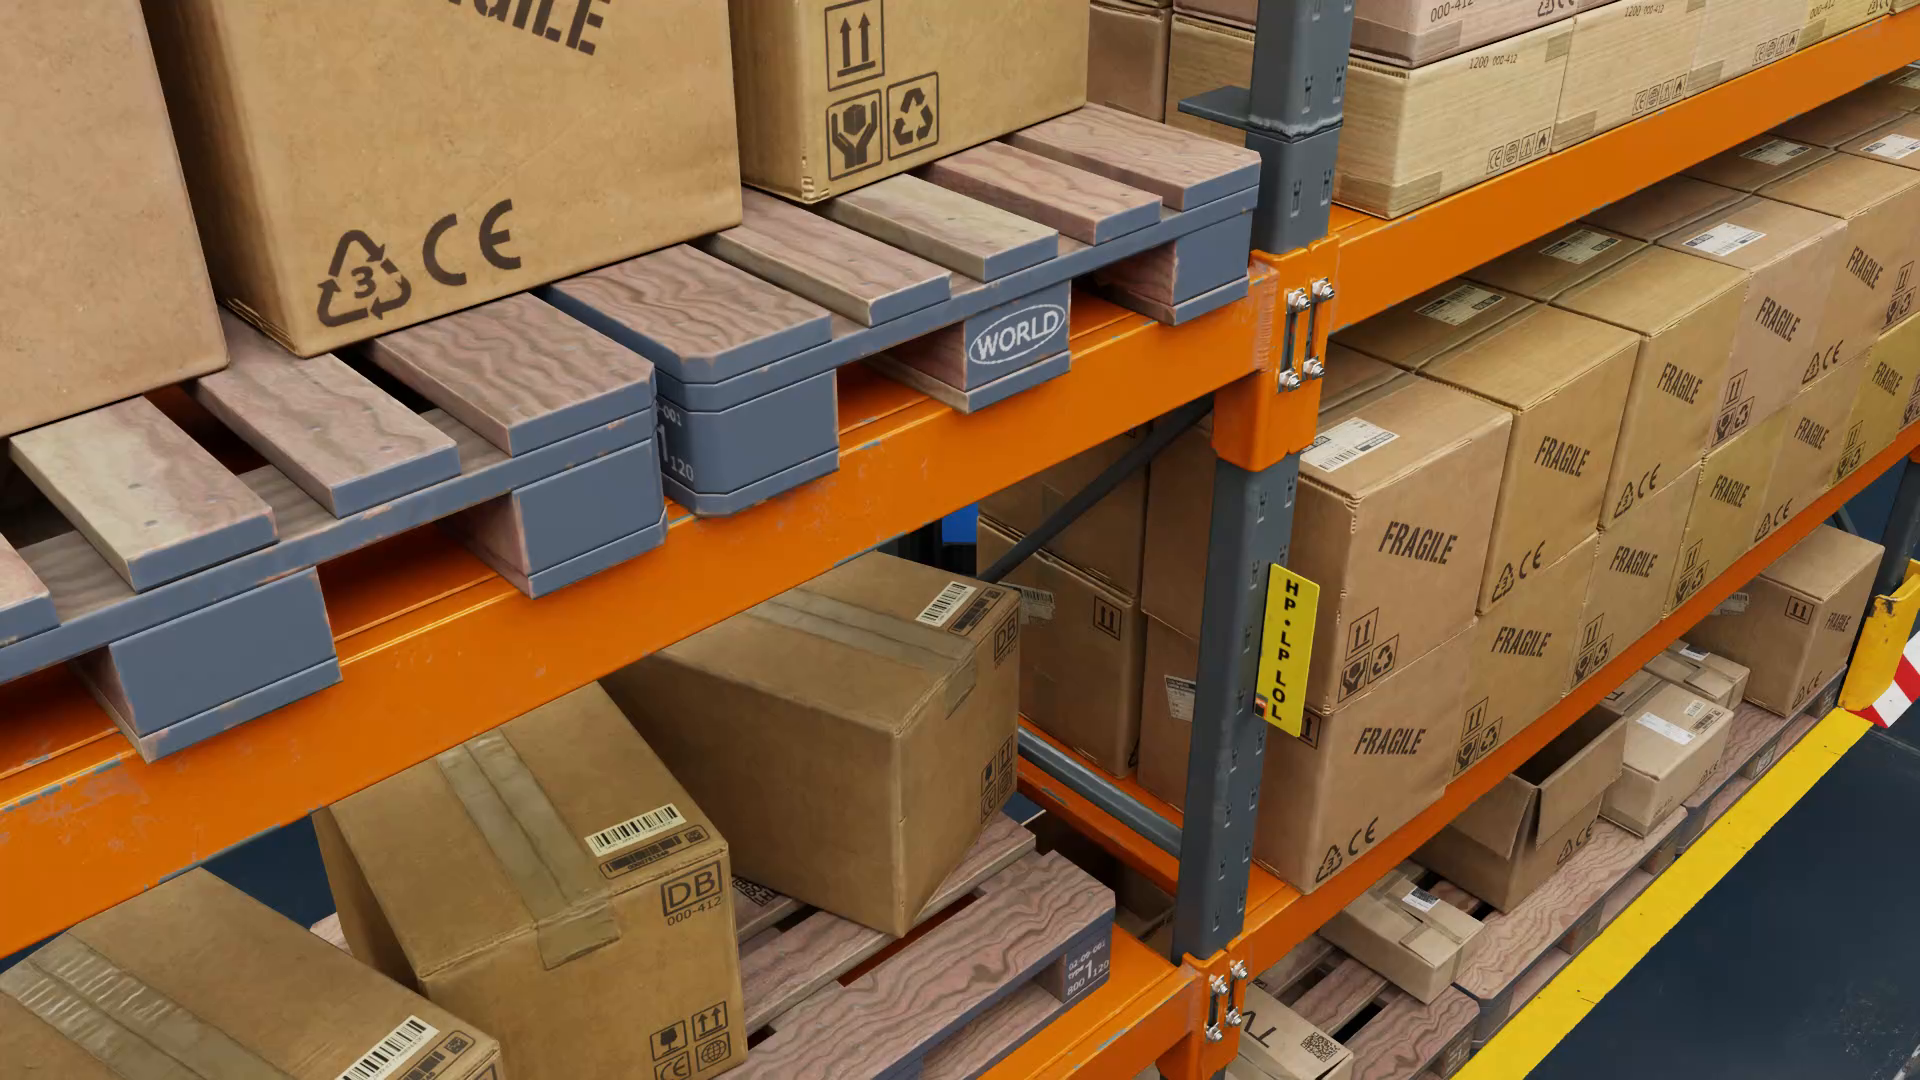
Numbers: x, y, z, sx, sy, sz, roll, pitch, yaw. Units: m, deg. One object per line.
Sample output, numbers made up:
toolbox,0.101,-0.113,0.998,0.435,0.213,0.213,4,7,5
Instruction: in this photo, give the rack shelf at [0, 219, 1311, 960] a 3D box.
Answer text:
rack shelf,-1.270,0.218,1.833,4.000,0.370,1.077,-26,40,-35

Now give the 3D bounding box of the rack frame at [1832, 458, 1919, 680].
rack frame,3.129,-0.938,5.908,0.127,3.000,1.000,-26,40,-35

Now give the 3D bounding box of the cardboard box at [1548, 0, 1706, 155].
cardboard box,1.090,-0.988,3.259,0.500,0.250,0.500,-26,40,-35

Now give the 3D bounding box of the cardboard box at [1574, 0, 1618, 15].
cardboard box,1.087,-1.203,3.132,0.500,0.250,0.500,-26,40,-35

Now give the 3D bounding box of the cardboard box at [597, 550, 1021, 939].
cardboard box,-0.303,0.342,3.317,0.700,0.500,0.500,15,35,23

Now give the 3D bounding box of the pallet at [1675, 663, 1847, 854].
pallet,2.490,0.562,6.129,1.213,0.211,1.003,-26,40,-35

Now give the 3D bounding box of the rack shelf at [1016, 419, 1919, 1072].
rack shelf,1.663,0.079,4.936,4.000,0.370,1.077,-26,40,-35

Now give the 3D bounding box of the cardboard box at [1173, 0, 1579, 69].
cardboard box,0.722,-1.025,2.841,0.500,0.250,0.500,-26,40,-35

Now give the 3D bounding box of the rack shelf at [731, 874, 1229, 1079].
rack shelf,-1.270,1.497,2.615,4.000,0.370,1.077,-26,40,-35

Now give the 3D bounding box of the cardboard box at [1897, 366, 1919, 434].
cardboard box,2.986,-0.717,5.452,0.500,0.500,0.500,-24,39,-34

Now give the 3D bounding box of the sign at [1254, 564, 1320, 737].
sign,0.576,0.198,2.941,0.005,0.325,0.100,-26,40,-35

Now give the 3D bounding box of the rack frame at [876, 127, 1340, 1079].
rack frame,0.196,0.481,3.588,0.127,3.000,1.000,-26,40,-35

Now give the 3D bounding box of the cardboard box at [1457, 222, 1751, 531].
cardboard box,1.488,-0.413,3.996,0.500,0.500,0.500,-27,41,-37

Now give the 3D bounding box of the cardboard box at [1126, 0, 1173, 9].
cardboard box,0.368,-1.224,3.166,0.500,0.250,0.500,-26,40,-35

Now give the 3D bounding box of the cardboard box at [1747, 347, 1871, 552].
cardboard box,2.238,-0.357,4.863,0.500,0.500,0.500,-25,40,-35

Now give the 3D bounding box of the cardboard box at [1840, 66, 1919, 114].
cardboard box,2.990,-1.144,5.191,0.500,0.500,0.500,-26,40,-36

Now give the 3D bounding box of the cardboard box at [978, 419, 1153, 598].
cardboard box,0.391,-0.266,3.756,0.500,0.500,0.500,-26,40,-35

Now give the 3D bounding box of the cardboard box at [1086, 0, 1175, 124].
cardboard box,0.372,-1.009,3.293,0.500,0.250,0.500,-26,40,-35

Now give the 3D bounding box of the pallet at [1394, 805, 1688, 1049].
pallet,1.595,0.993,5.424,1.213,0.211,1.003,-26,40,-35

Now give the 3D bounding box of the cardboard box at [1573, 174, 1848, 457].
cardboard box,1.866,-0.596,4.296,0.500,0.500,0.500,-24,39,-34

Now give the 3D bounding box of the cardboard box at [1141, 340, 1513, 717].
cardboard box,0.733,-0.048,3.398,0.500,0.500,0.500,-25,39,-34

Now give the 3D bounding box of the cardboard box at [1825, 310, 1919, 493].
cardboard box,2.608,-0.532,5.149,0.500,0.500,0.500,-25,40,-35

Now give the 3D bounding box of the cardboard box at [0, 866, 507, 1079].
cardboard box,-1.057,0.910,2.389,0.700,0.500,0.500,18,36,27

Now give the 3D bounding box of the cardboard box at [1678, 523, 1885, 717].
cardboard box,2.898,0.228,5.976,0.500,0.500,0.500,-26,40,-35

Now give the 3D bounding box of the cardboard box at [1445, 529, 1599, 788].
cardboard box,1.128,0.179,3.986,0.500,0.500,0.500,-25,39,-35

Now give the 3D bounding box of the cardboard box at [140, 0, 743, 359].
cardboard box,-0.698,-0.667,1.996,0.600,0.600,0.600,-26,40,-36

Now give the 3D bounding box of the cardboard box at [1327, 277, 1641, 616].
cardboard box,1.111,-0.231,3.698,0.500,0.500,0.500,-27,41,-37

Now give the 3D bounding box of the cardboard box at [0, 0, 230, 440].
cardboard box,-1.200,-0.438,1.622,0.600,0.600,0.600,27,41,37

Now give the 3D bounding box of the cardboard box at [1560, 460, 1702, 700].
cardboard box,1.497,0.003,4.275,0.500,0.500,0.500,-26,40,-36

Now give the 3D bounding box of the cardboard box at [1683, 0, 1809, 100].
cardboard box,1.458,-1.165,3.548,0.500,0.250,0.500,-26,40,-35

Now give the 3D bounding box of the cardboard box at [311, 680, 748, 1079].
cardboard box,-0.765,0.610,2.879,0.500,0.500,0.700,-19,36,-28

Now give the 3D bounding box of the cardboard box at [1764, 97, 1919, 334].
cardboard box,2.620,-0.964,4.897,0.500,0.500,0.500,-25,39,-34

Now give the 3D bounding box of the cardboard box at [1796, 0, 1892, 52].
cardboard box,1.822,-1.344,3.840,0.500,0.250,0.500,-26,40,-35

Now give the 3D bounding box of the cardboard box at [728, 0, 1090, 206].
cardboard box,-0.223,-0.913,2.397,0.600,0.600,0.600,25,39,35

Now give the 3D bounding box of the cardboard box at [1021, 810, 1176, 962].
cardboard box,0.421,1.049,4.633,0.500,0.500,0.500,-26,40,-35

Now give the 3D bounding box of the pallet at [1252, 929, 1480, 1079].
pallet,0.700,1.428,4.713,1.213,0.211,1.003,-26,40,-35

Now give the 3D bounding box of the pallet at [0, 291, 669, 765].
pallet,-1.088,-0.145,1.916,1.003,0.211,1.213,-26,40,-35

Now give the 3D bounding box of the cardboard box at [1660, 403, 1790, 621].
cardboard box,1.869,-0.178,4.571,0.500,0.500,0.500,-26,40,-36

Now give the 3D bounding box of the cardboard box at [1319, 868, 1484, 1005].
cardboard box,1.278,1.125,4.828,0.250,0.166,0.380,-26,40,-35

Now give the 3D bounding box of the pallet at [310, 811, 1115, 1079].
pallet,-0.464,0.805,3.243,1.213,0.211,1.003,-26,40,-35

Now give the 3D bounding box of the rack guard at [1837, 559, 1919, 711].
rack guard,3.073,0.156,6.516,0.348,0.500,1.175,-26,40,-35

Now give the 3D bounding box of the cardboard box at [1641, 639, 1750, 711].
cardboard box,2.540,0.480,5.884,0.250,0.166,0.380,-26,40,-35

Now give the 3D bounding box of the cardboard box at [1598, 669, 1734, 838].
cardboard box,2.181,0.660,5.509,0.500,0.250,0.500,-26,40,-35

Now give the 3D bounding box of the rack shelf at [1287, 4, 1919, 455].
rack shelf,1.663,-1.201,4.153,4.000,0.370,1.077,-26,40,-35

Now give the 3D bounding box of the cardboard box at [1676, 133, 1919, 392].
cardboard box,2.243,-0.779,4.594,0.500,0.500,0.500,-25,39,-34

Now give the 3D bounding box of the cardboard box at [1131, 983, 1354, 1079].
cardboard box,0.651,1.374,4.283,0.500,0.311,0.500,-26,40,-35

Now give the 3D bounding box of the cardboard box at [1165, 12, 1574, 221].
cardboard box,0.721,-0.812,2.972,0.500,0.250,0.500,-26,40,-35

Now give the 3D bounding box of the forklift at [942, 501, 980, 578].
forklift,0.686,-1.216,6.429,3.031,2.935,1.130,2,32,4

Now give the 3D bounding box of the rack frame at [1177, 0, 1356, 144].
rack frame,0.196,-2.078,2.023,0.127,3.000,1.000,-26,40,-35

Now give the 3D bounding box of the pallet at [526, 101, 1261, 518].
pallet,-0.330,-0.514,2.520,1.003,0.211,1.213,-26,40,-35

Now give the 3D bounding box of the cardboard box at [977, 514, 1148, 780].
cardboard box,0.388,0.163,4.012,0.500,0.500,0.500,-25,39,-35

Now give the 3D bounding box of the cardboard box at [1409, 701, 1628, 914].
cardboard box,1.570,0.690,5.217,0.637,0.503,0.797,-26,40,-35

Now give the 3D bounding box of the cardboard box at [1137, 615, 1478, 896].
cardboard box,0.755,0.362,3.687,0.500,0.500,0.500,-25,39,-34

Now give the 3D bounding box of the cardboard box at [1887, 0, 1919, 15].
cardboard box,2.200,-1.515,4.120,0.500,0.250,0.500,-26,40,-35
